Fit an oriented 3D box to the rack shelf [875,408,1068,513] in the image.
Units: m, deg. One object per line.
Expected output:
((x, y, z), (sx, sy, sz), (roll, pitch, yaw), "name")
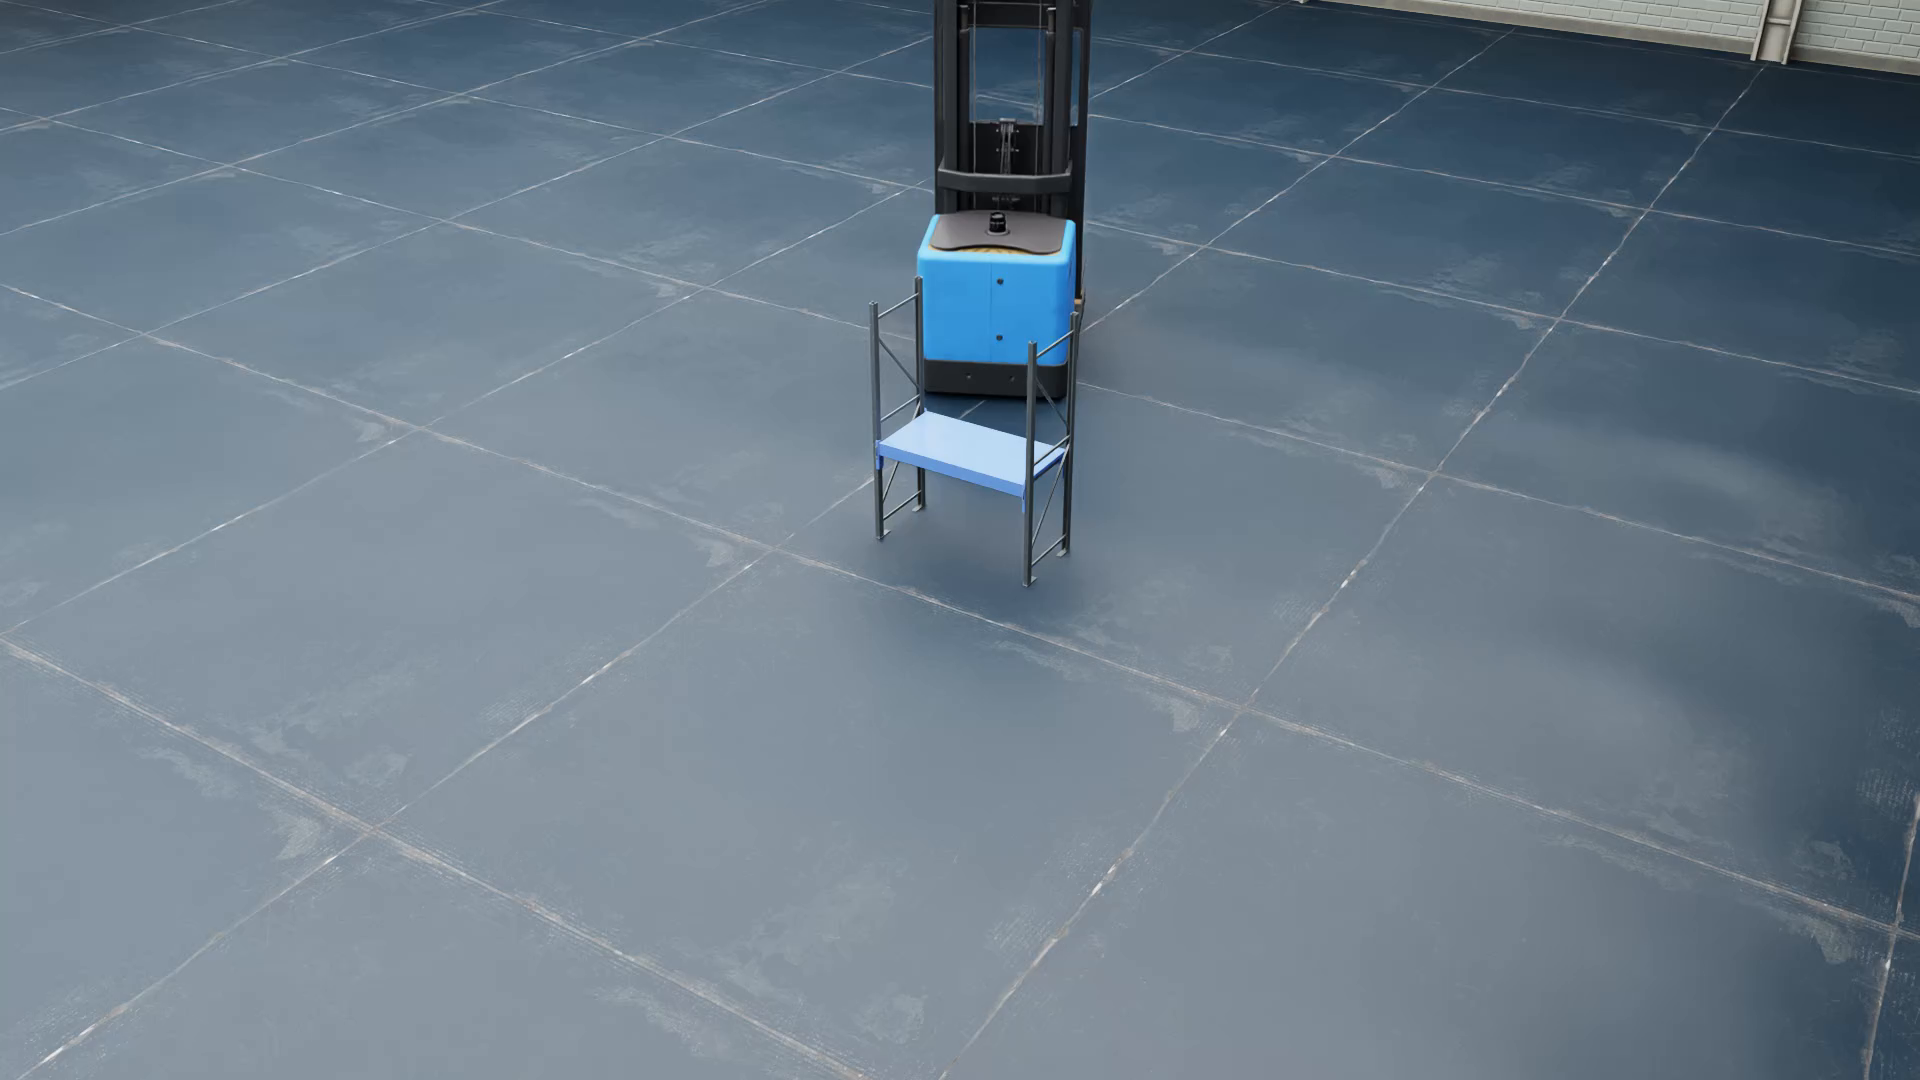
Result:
((0.072, -0.470, 9.596), (1.000, 0.185, 0.538), (18, 35, 27), "rack shelf")

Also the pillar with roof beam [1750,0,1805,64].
((7.297, -7.735, 14.250), (0.400, 9.000, 9.100), (18, 35, 27), "pillar with roof beam")

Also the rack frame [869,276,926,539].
((-0.358, -0.761, 9.739), (0.032, 1.500, 0.500), (18, 35, 27), "rack frame")

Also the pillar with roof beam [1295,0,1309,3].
((2.215, -9.342, 17.006), (0.400, 9.000, 9.100), (18, 35, 27), "pillar with roof beam")

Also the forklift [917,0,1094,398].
((0.390, -2.967, 12.099), (1.130, 2.935, 3.031), (3, 30, 6), "forklift")

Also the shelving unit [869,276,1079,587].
((0.072, -0.625, 9.505), (1.048, 1.500, 0.538), (18, 35, 27), "shelving unit")

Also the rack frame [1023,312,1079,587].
((0.503, -0.489, 9.272), (0.032, 1.500, 0.500), (18, 35, 27), "rack frame")
